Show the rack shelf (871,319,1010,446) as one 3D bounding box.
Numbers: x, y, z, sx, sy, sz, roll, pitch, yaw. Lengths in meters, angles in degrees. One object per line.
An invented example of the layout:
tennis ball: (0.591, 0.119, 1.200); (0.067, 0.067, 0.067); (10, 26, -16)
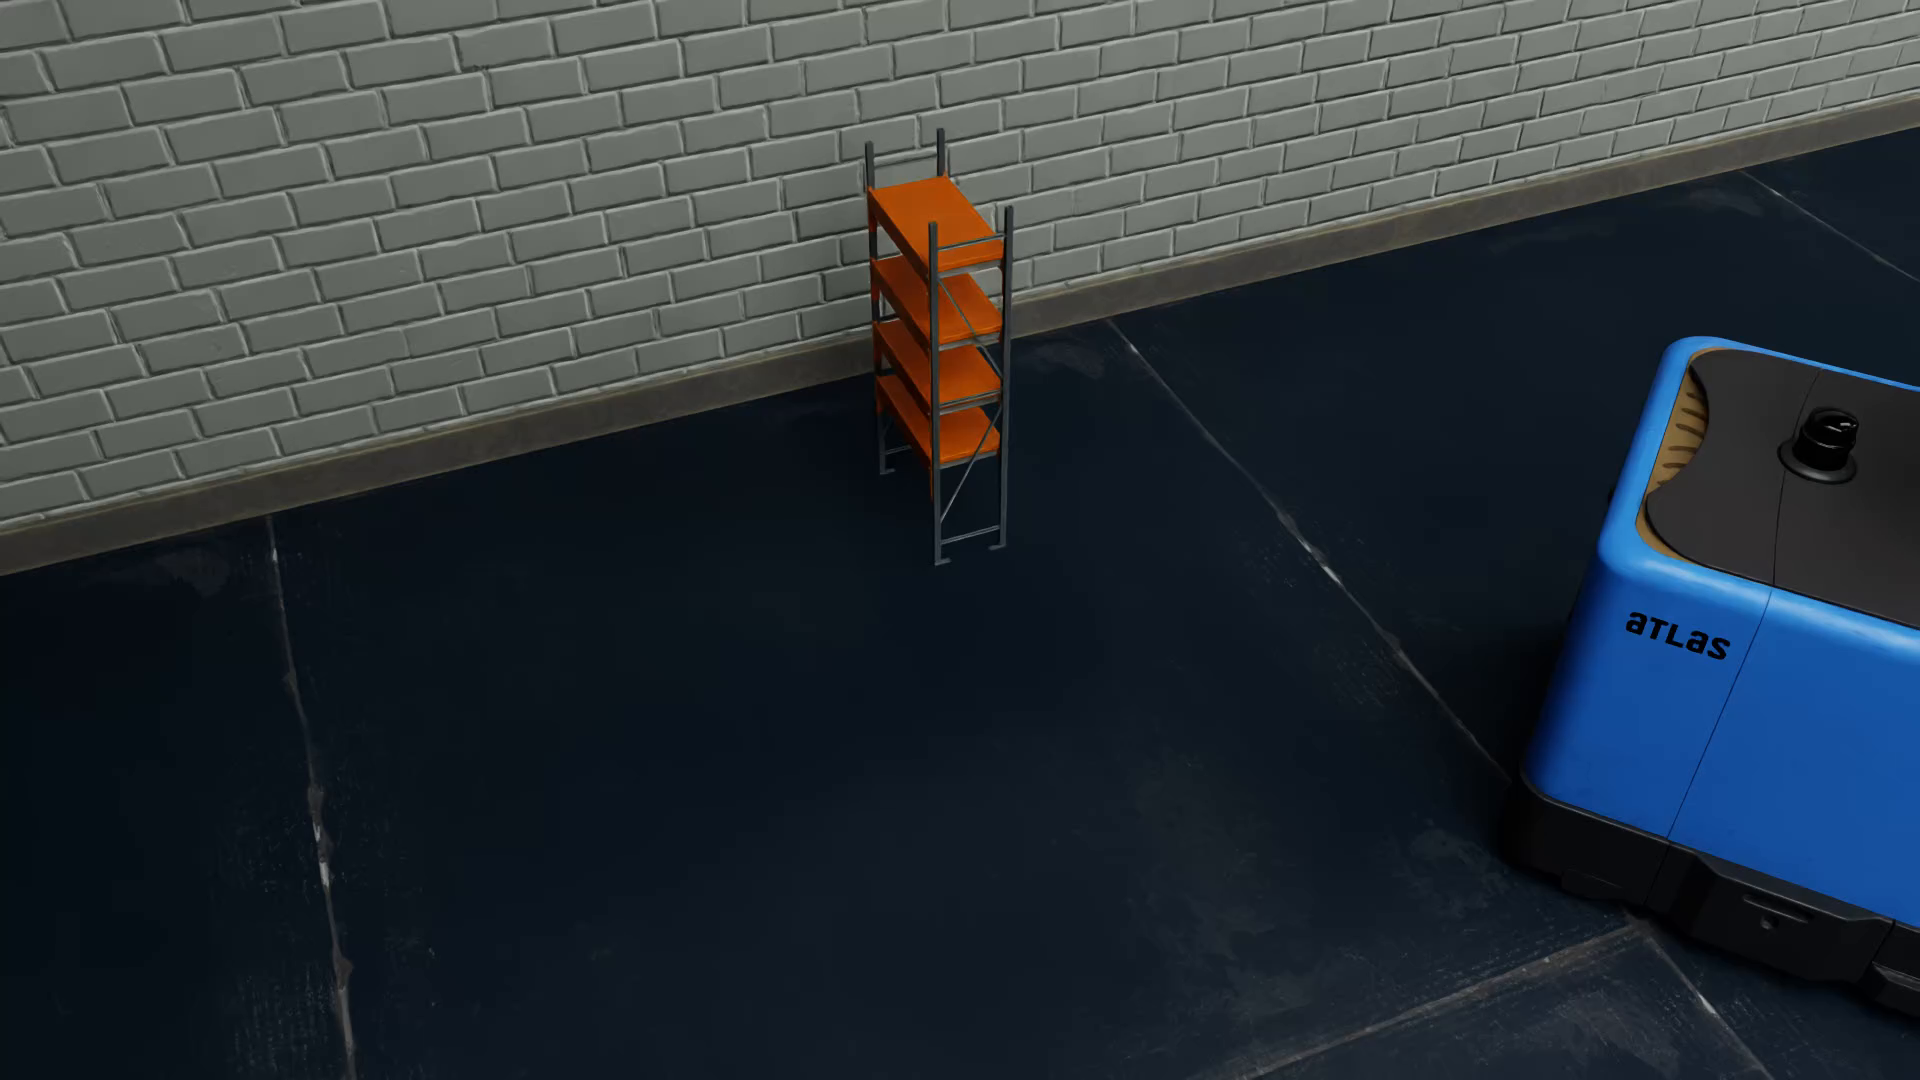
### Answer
rack shelf: (-0.063, -0.504, 5.019); (0.258, 0.148, 0.480); (-15, 43, -17)

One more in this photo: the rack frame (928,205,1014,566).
rack frame: (0.030, -0.408, 4.804); (0.240, 1.200, 0.015); (-15, 43, -17)

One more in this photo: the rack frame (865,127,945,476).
rack frame: (-0.157, -0.702, 5.146); (0.240, 1.200, 0.015); (-15, 43, -17)

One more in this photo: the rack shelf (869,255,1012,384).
rack shelf: (-0.063, -0.673, 4.873); (0.258, 0.148, 0.480); (-15, 43, -17)

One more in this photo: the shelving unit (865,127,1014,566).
shelving unit: (-0.063, -0.555, 4.975); (0.258, 1.200, 0.503); (-15, 43, -17)

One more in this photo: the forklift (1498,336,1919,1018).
forklift: (2.929, -0.115, 3.136); (3.031, 2.935, 1.130); (19, 44, 21)

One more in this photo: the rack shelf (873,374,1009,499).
rack shelf: (-0.063, -0.353, 5.148); (0.258, 0.148, 0.480); (-15, 43, -17)

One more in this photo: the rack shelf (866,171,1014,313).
rack shelf: (-0.063, -0.853, 4.719); (0.258, 0.148, 0.480); (-15, 43, -17)
